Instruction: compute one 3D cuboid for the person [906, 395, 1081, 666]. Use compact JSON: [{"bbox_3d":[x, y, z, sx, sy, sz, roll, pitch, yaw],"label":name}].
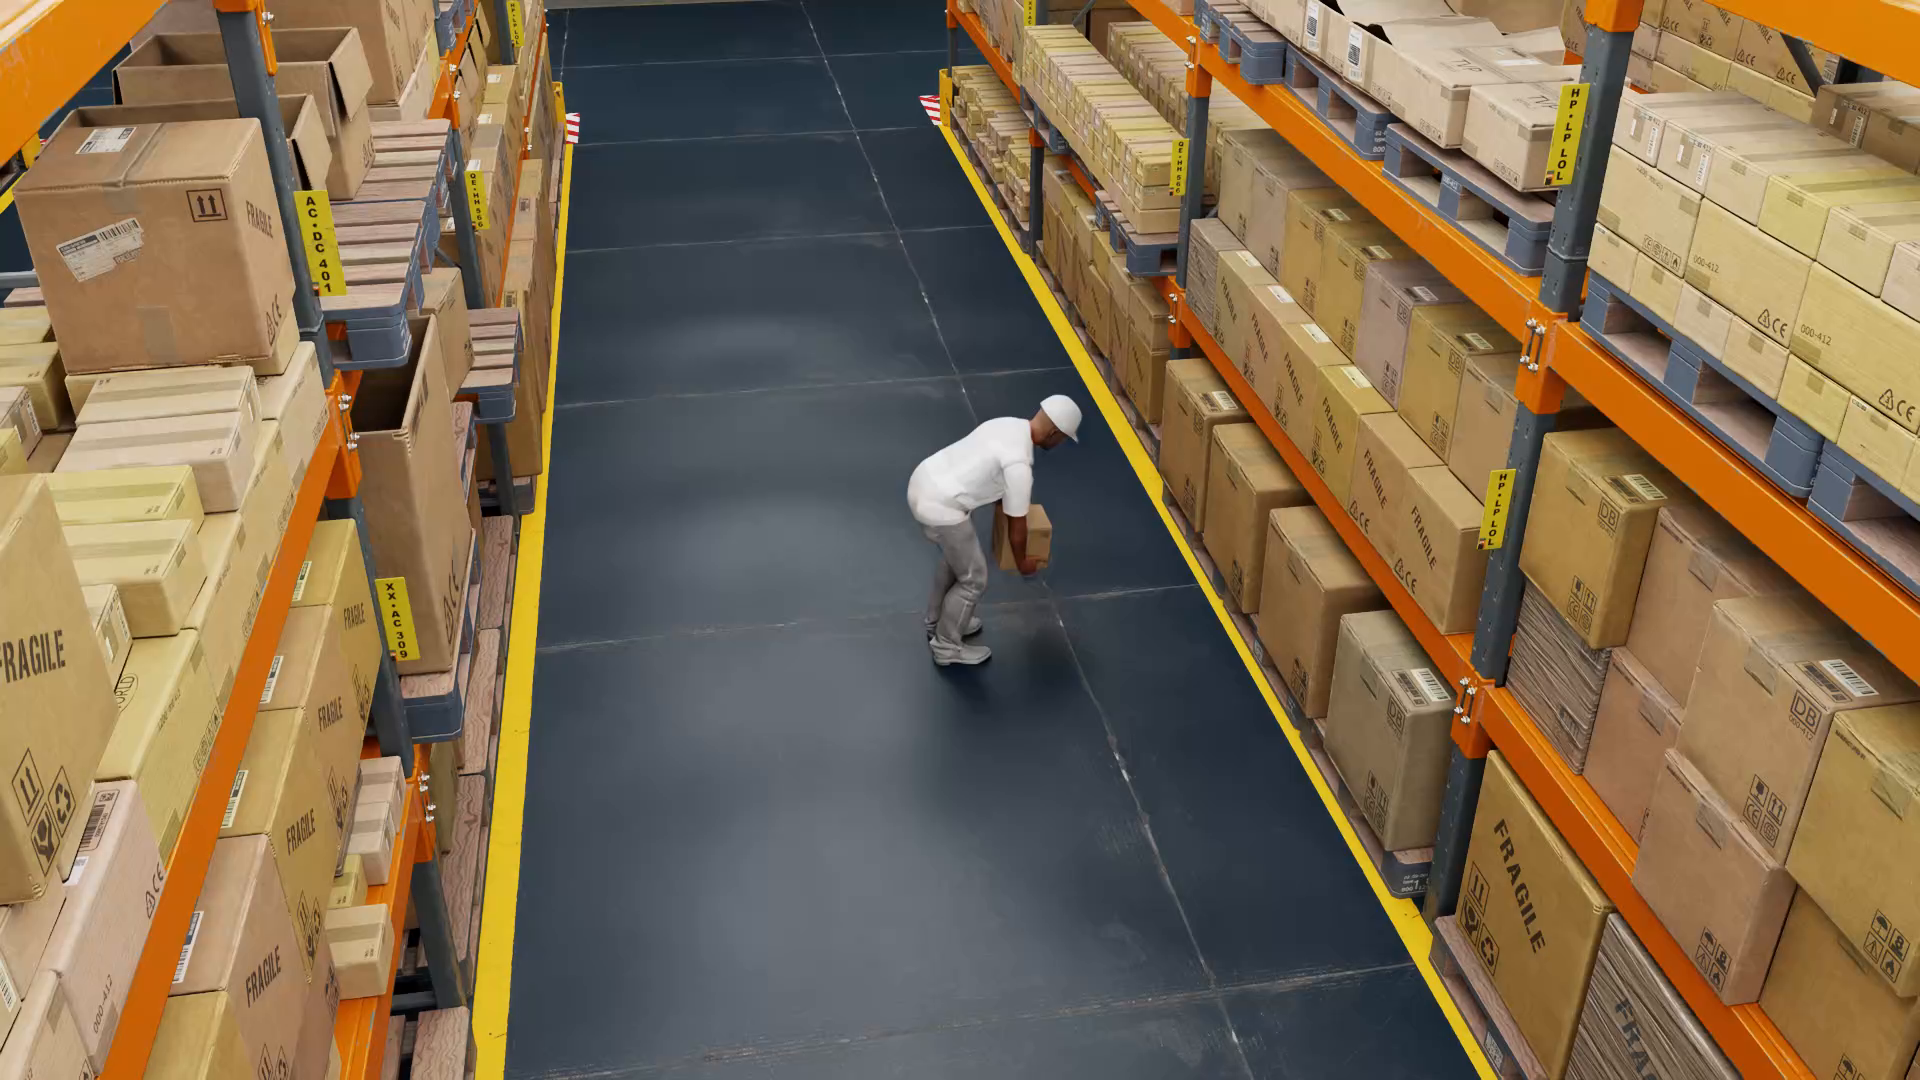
[{"bbox_3d":[0.176,-0.073,8.576,0.886,1.420,0.475,-6,31,-10],"label":"person"}]
